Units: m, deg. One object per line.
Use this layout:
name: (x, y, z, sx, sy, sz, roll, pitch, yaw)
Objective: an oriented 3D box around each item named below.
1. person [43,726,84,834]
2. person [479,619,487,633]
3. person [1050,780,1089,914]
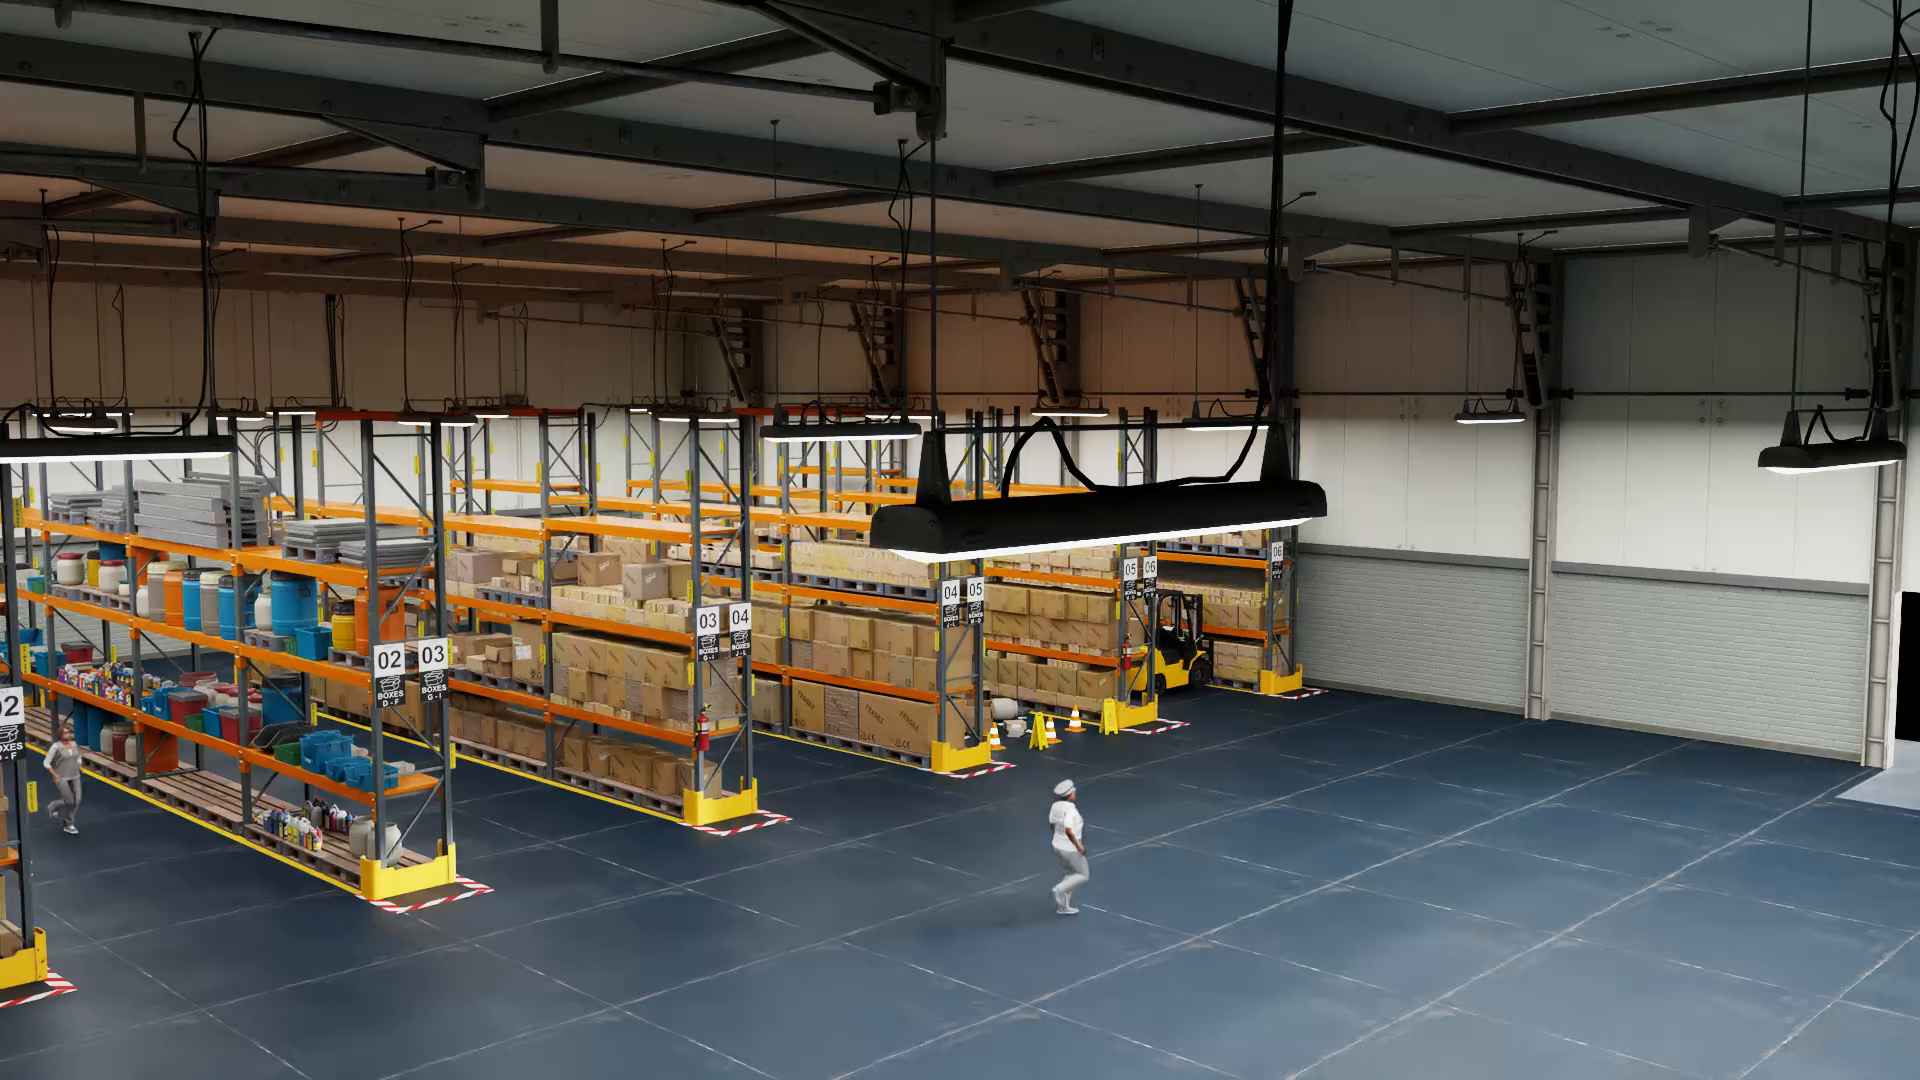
person: (-12.893, 3.449, 23.960, 0.549, 1.545, 0.538, 3, 6, 29)
person: (-11.715, 1.946, 40.508, 0.514, 1.596, 0.613, 0, 5, -5)
person: (1.313, 3.729, 20.157, 0.559, 1.652, 0.575, -3, 6, -29)
